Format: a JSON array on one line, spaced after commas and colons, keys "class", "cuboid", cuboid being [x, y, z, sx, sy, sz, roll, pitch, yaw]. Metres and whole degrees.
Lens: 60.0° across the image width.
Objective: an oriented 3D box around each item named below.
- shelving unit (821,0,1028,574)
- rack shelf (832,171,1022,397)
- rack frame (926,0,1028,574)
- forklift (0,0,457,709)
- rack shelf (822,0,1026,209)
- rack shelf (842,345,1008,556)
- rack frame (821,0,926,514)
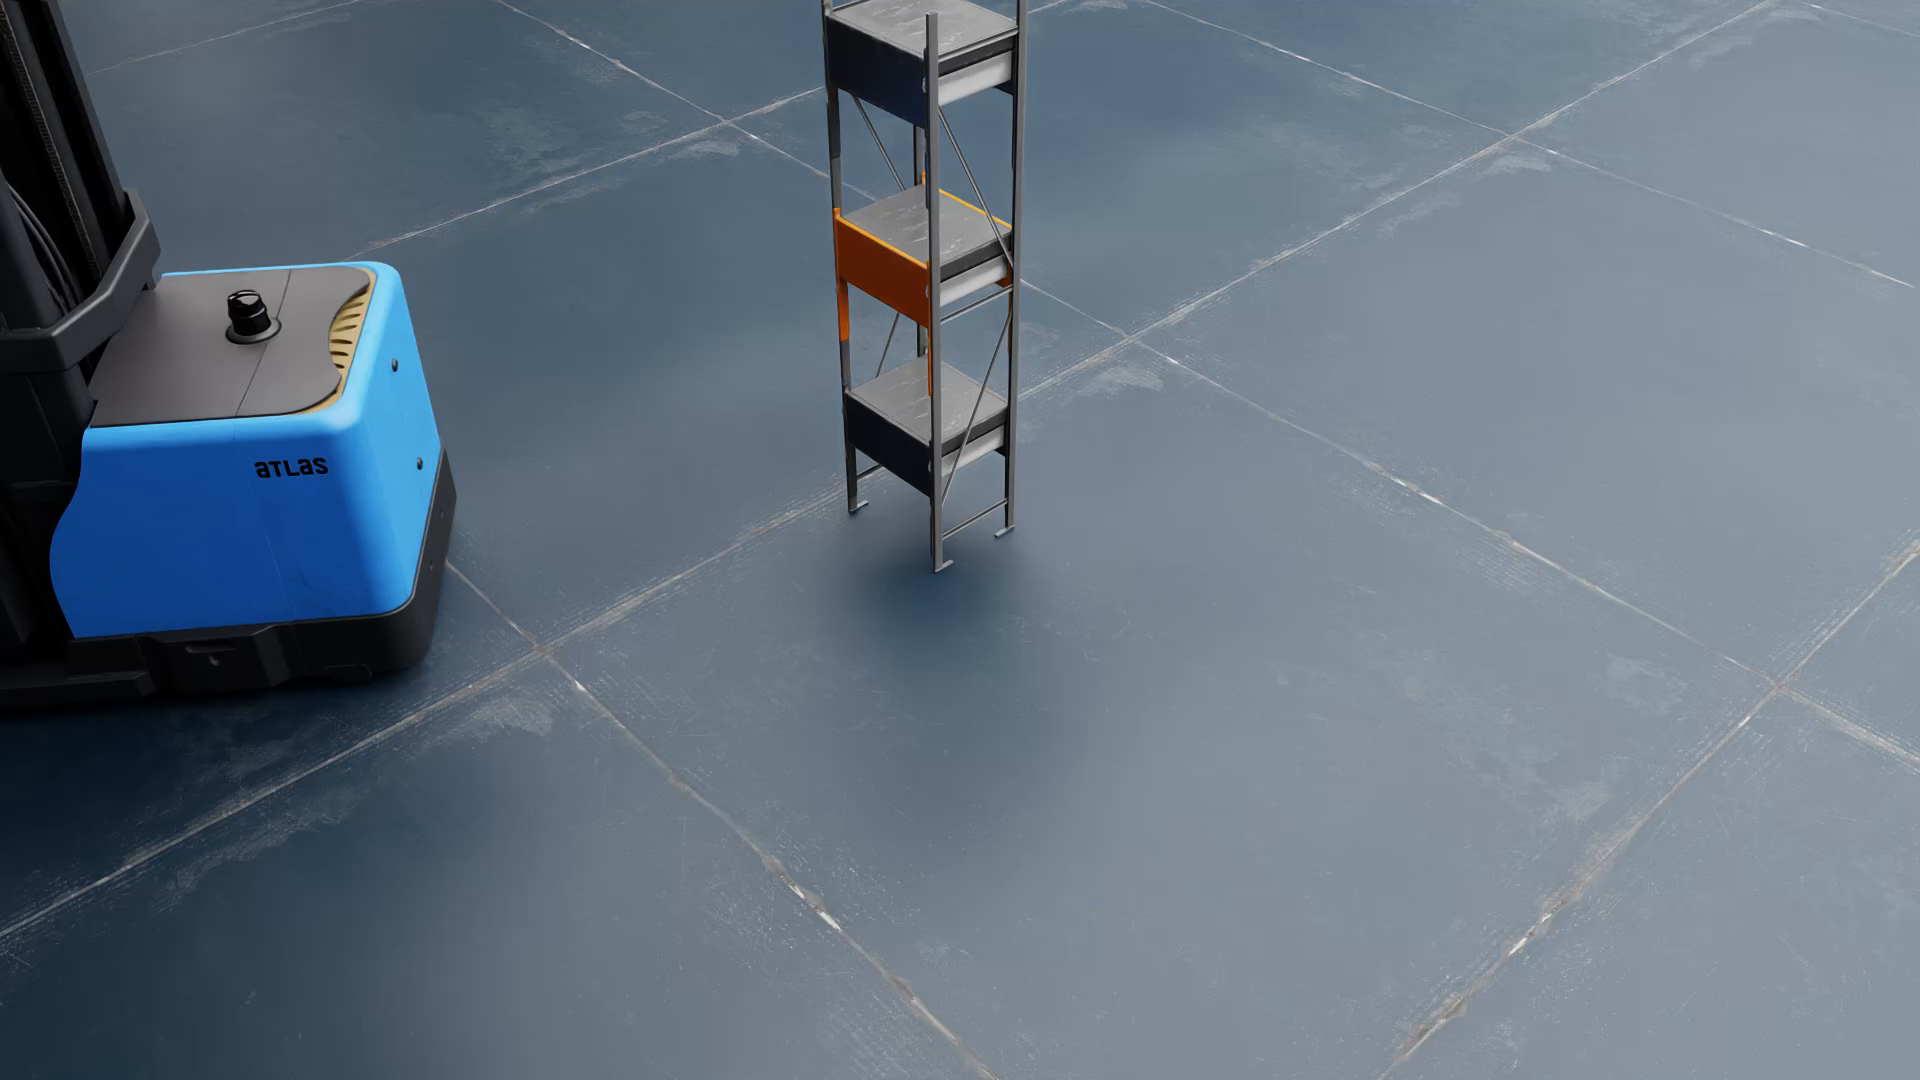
[{"class": "shelving unit", "cuboid": [-0.112, -0.893, 5.685, 0.431, 2.100, 0.503, -30, 48, -32]}, {"class": "rack shelf", "cuboid": [-0.112, -0.883, 5.694, 0.431, 0.518, 0.480, -30, 48, -32]}, {"class": "rack frame", "cuboid": [0.053, -0.781, 5.545, 0.400, 2.100, 0.015, -30, 48, -32]}, {"class": "forklift", "cuboid": [-3.369, -0.866, 4.990, 3.031, 2.935, 1.130, -4, 39, -5]}, {"class": "rack shelf", "cuboid": [-0.112, -1.427, 5.254, 0.431, 0.518, 0.480, -30, 48, -32]}, {"class": "rack shelf", "cuboid": [-0.112, -0.338, 6.134, 0.431, 0.518, 0.480, -30, 48, -32]}, {"class": "rack frame", "cuboid": [-0.277, -1.006, 5.825, 0.400, 2.100, 0.015, -30, 48, -32]}]
